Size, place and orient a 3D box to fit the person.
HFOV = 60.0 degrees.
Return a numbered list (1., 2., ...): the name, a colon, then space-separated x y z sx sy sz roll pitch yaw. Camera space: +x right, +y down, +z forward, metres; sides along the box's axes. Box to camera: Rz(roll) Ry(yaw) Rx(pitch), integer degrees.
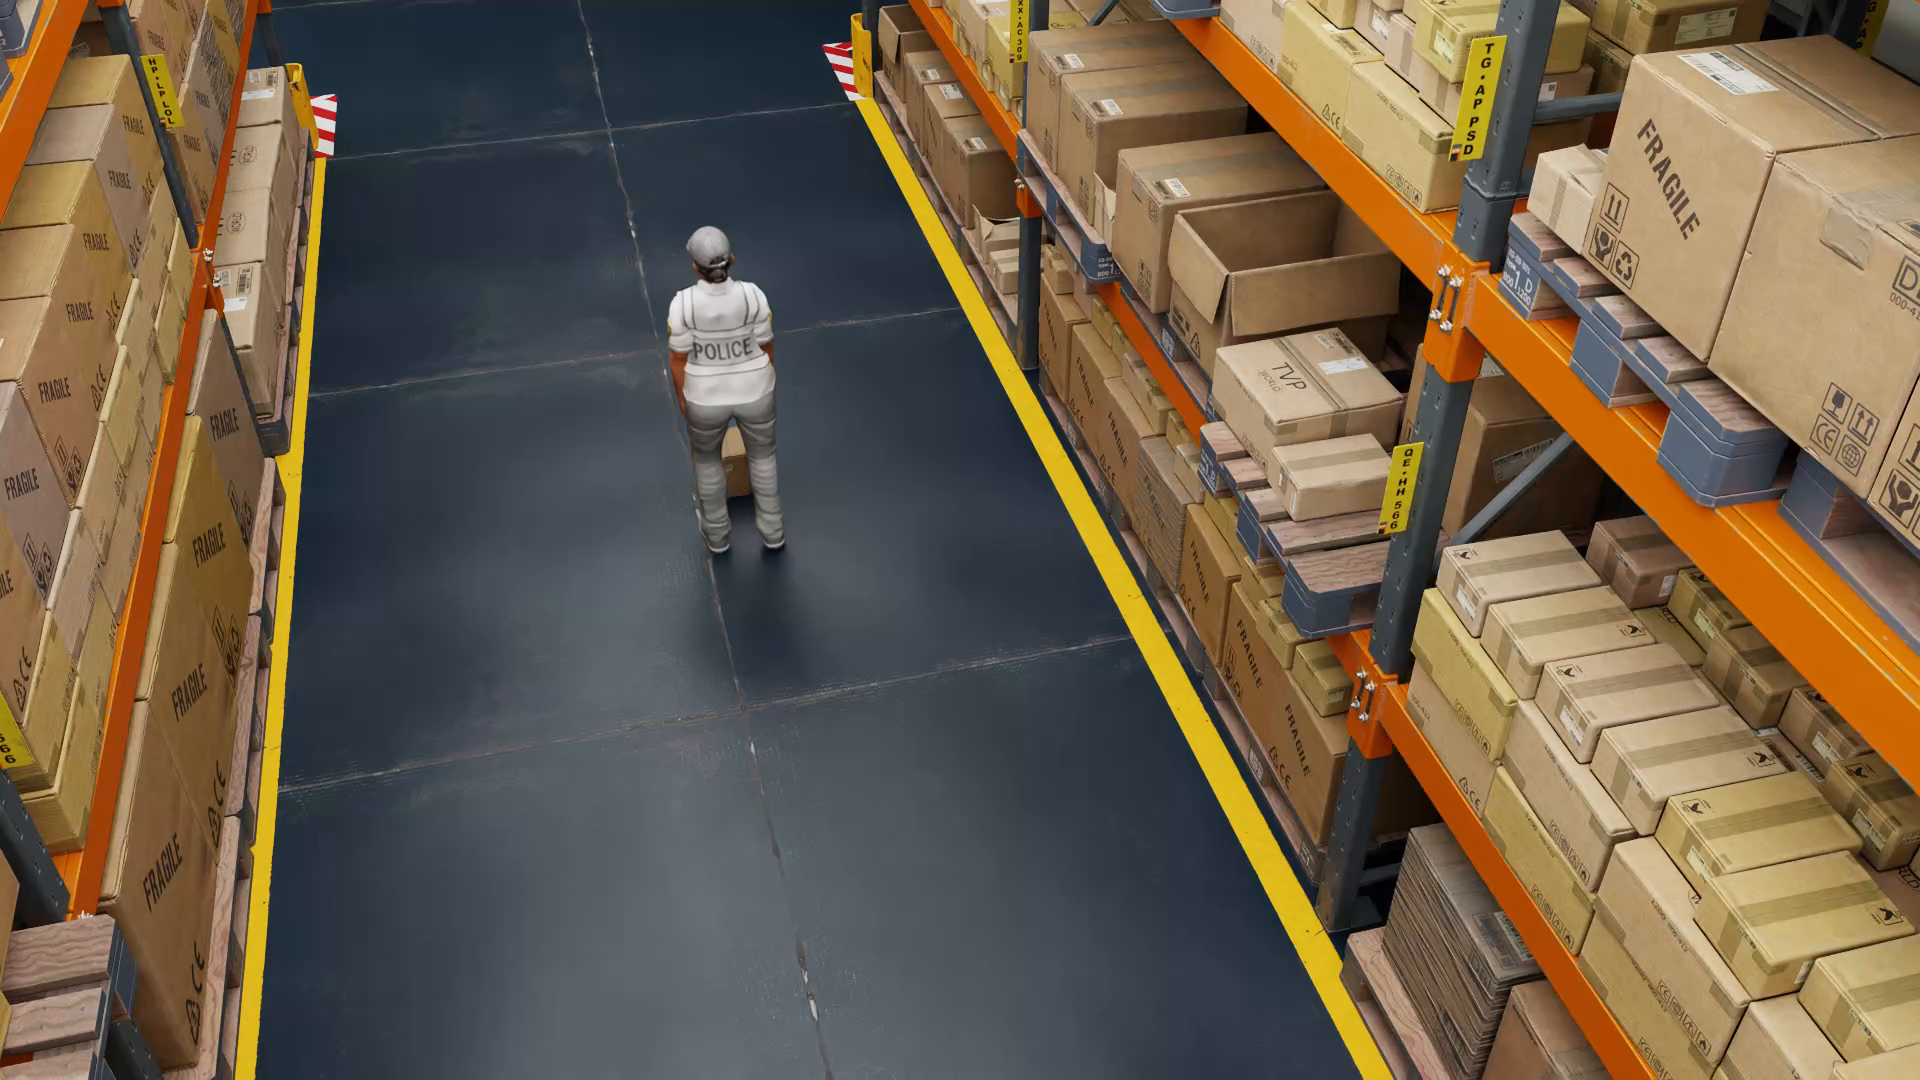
1. person: -1.066 -0.670 7.564 0.468 1.661 0.391 -8 39 -11
